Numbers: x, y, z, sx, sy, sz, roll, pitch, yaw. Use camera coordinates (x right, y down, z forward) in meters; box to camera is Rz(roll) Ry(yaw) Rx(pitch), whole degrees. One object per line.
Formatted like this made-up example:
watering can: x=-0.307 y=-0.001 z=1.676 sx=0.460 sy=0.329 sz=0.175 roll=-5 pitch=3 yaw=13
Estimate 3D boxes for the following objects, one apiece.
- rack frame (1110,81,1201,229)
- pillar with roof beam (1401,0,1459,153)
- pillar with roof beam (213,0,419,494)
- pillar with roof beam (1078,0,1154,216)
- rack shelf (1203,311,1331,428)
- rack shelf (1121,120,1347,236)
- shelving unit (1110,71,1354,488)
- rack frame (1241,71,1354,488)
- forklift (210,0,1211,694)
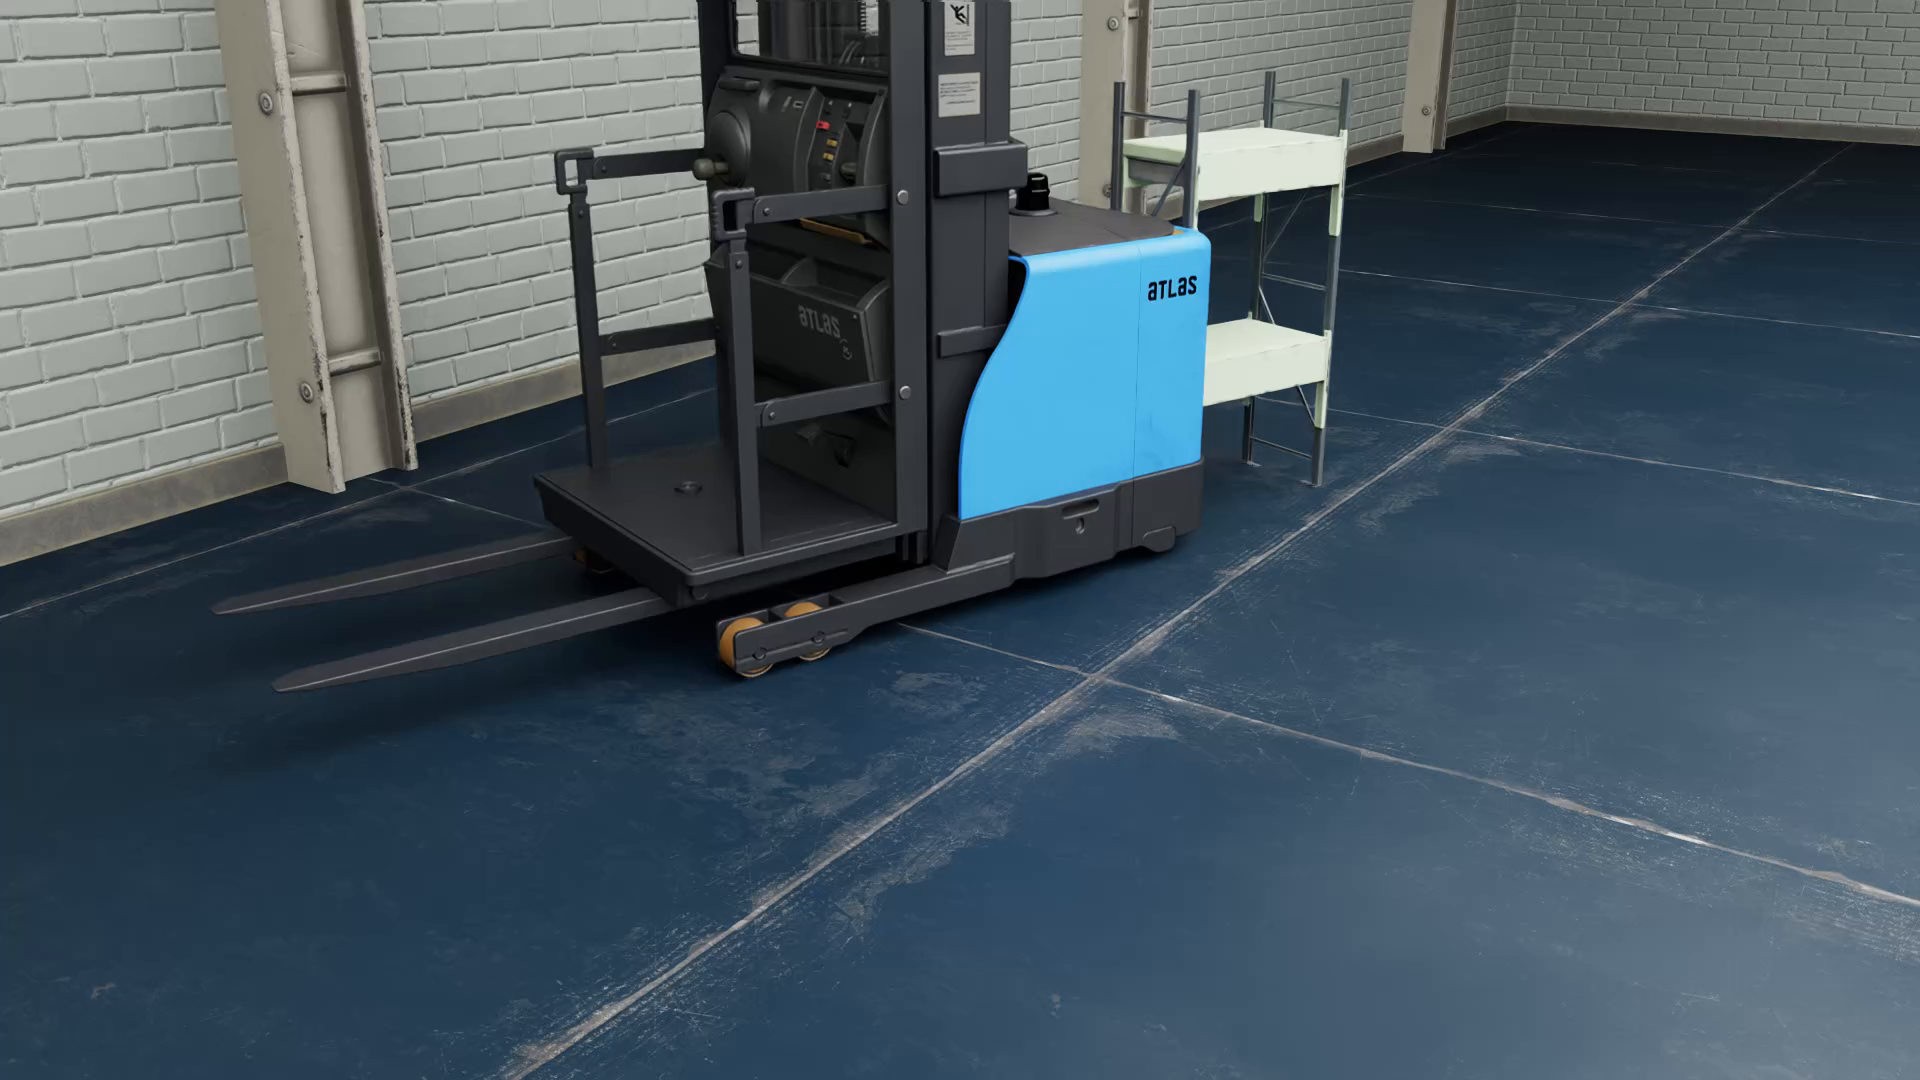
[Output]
rack frame: x=0.652 y=-0.807 z=5.785 sx=0.023 sy=1.500 sz=0.400 roll=-14 pitch=25 yaw=-34
pillar with roof beam: x=7.943 y=-7.083 z=11.944 sx=9.100 sy=9.000 sz=0.400 roll=13 pitch=24 yaw=32
pillar with roof beam: x=1.197 y=-3.640 z=2.635 sx=9.100 sy=9.000 sz=0.400 roll=13 pitch=24 yaw=32
pillar with roof beam: x=4.570 y=-5.362 z=7.290 sx=9.100 sy=9.000 sz=0.400 roll=13 pitch=24 yaw=32
rack shelf: x=0.948 y=-0.576 z=6.100 sx=0.720 sy=0.370 sz=0.431 roll=-14 pitch=25 yaw=-34
rack shelf: x=0.948 y=-1.248 z=5.852 sx=0.720 sy=0.370 sz=0.431 roll=-14 pitch=25 yaw=-34
shelving unit: x=0.948 y=-0.882 z=5.987 sx=0.755 sy=1.500 sz=0.431 roll=-14 pitch=25 yaw=-34
rack frame: x=1.243 y=-0.957 z=6.190 sx=0.023 sy=1.500 sz=0.400 roll=-14 pitch=25 yaw=-34
forklift: x=-0.663 y=-1.193 z=4.766 sx=3.031 sy=2.935 sz=1.130 roll=-14 pitch=25 yaw=-34
